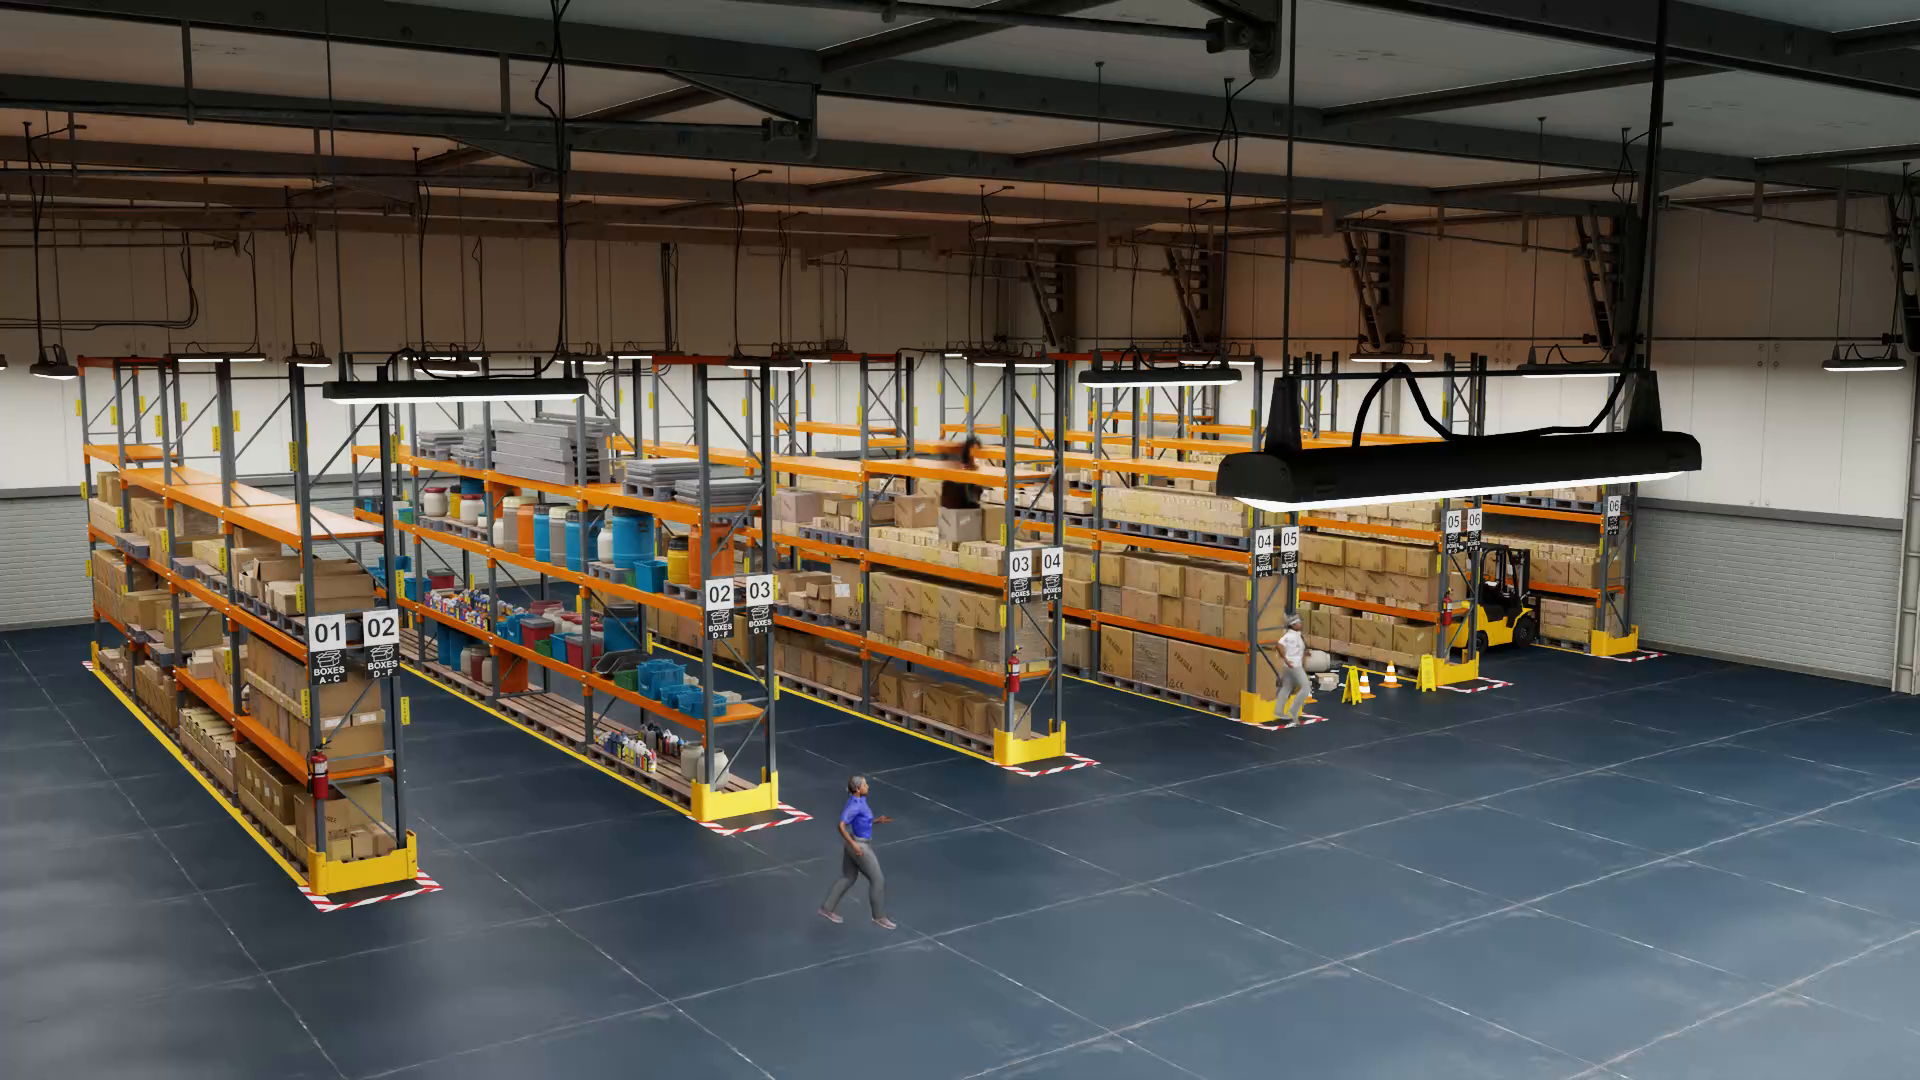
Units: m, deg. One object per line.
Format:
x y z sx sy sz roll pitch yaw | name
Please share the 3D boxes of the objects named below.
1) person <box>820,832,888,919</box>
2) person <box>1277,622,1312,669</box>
-1.140 3.591 17.822 0.703 0.926 0.372 -2 7 -14 | person
5.291 1.614 26.283 0.547 0.795 0.567 1 7 12 | person
